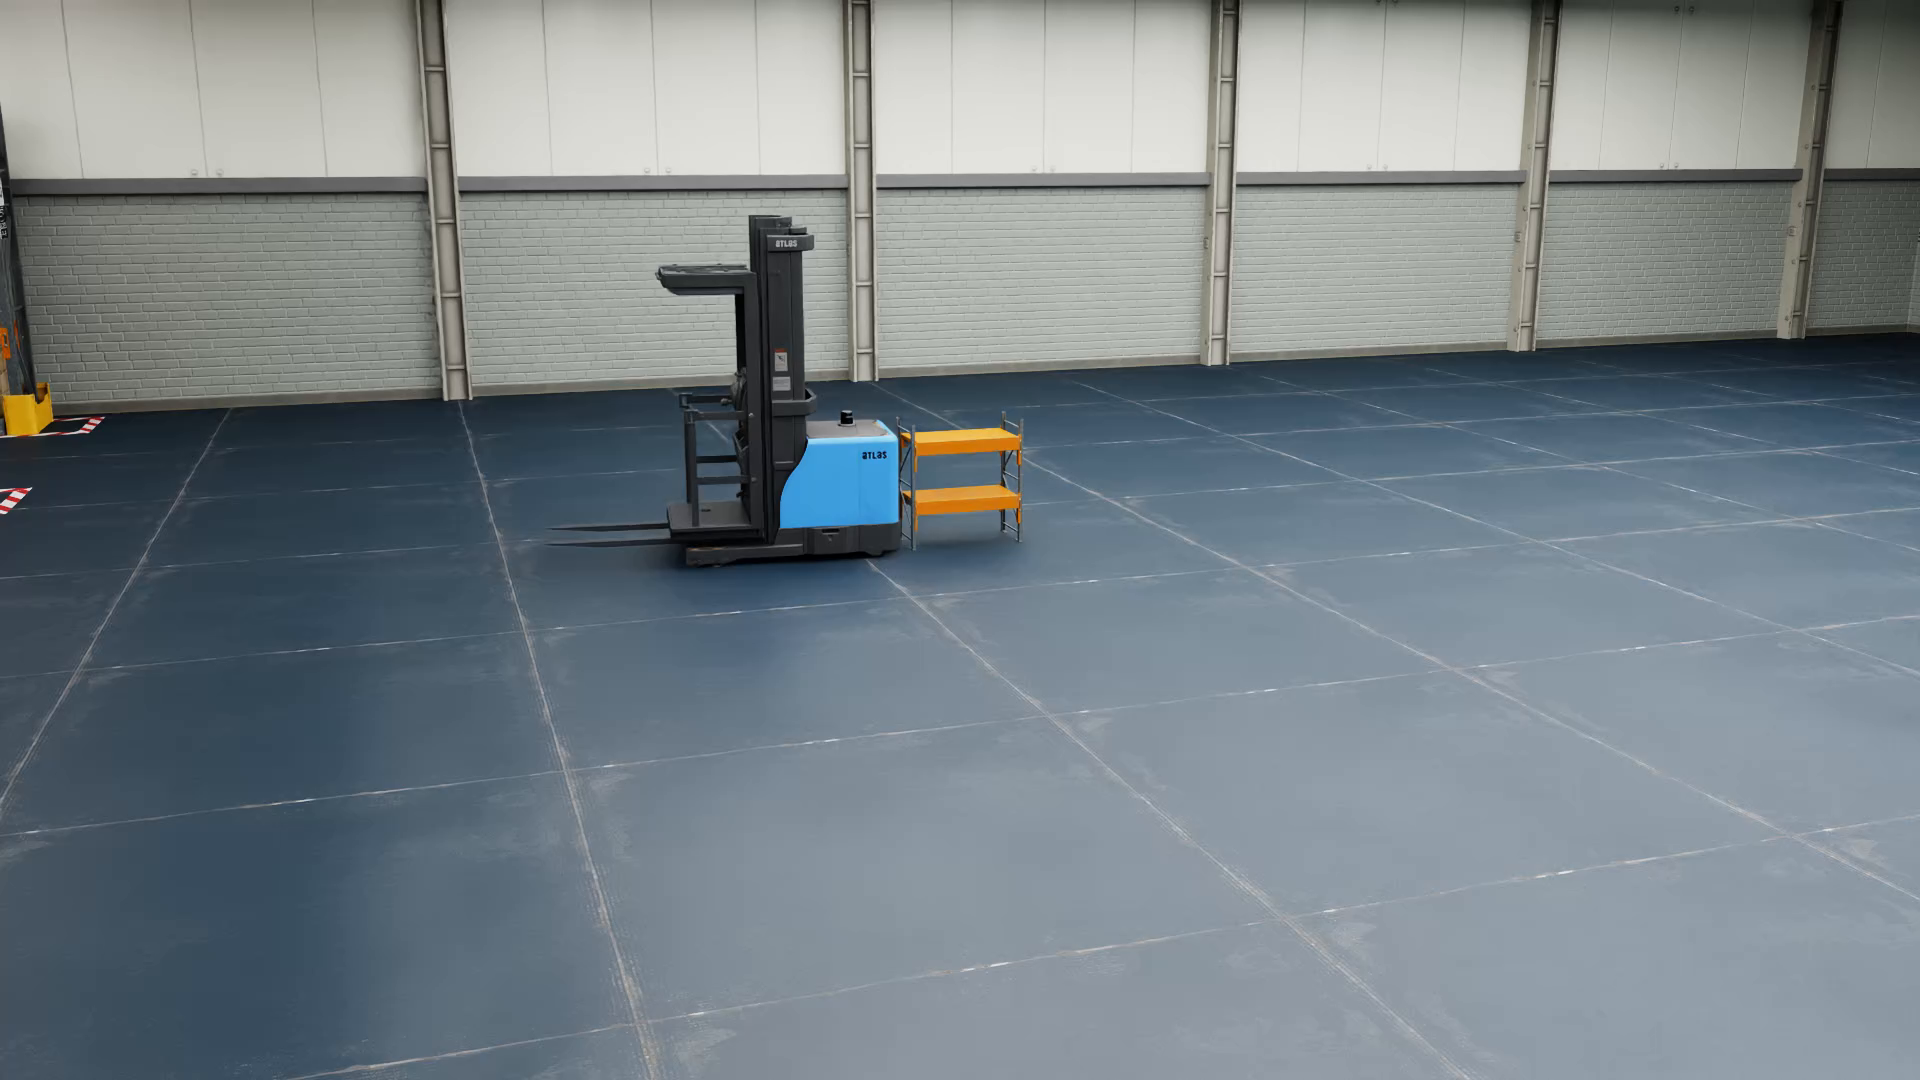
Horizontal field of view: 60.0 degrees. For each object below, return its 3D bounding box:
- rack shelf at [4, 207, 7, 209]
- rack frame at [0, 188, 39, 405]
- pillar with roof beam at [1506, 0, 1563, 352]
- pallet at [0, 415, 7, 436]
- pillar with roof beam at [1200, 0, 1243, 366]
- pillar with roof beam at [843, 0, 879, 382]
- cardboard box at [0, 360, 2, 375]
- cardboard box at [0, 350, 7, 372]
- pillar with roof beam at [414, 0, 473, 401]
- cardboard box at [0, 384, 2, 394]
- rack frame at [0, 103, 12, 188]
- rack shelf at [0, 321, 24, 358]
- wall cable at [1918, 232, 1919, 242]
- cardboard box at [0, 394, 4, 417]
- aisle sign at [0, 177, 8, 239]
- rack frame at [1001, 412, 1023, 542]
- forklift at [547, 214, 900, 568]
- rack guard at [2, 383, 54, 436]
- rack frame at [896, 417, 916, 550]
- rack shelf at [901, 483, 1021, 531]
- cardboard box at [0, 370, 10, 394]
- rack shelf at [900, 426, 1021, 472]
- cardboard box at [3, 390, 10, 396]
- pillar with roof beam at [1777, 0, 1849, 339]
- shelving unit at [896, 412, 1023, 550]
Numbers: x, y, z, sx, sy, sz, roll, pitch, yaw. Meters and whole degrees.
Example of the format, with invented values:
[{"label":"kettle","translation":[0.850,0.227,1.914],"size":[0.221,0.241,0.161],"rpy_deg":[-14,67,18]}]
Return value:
[{"label":"rack shelf","translation":[-13.807,-3.854,20.041],"size":[4.000,0.370,1.077],"rpy_deg":[-4,14,-18]},{"label":"rack frame","translation":[-11.912,-2.892,20.925],"size":[0.127,3.000,1.000],"rpy_deg":[-4,14,-18]},{"label":"pillar with roof beam","translation":[11.260,-6.784,24.323],"size":[0.400,9.000,9.100],"rpy_deg":[-4,14,-18]},{"label":"pallet","translation":[-12.623,-1.470,20.972],"size":[1.213,0.211,1.003],"rpy_deg":[-4,14,-18]},{"label":"pillar with roof beam","translation":[5.574,-6.341,22.462],"size":[0.400,9.000,9.100],"rpy_deg":[-4,14,-18]},{"label":"pillar with roof beam","translation":[-0.113,-5.898,20.600],"size":[0.400,9.000,9.100],"rpy_deg":[-4,14,-18]},{"label":"cardboard box","translation":[-12.249,-2.142,20.649],"size":[0.500,0.250,0.500],"rpy_deg":[-4,14,-16]},{"label":"cardboard box","translation":[-12.428,-2.251,21.105],"size":[0.500,0.250,0.500],"rpy_deg":[-5,14,-19]},{"label":"pillar with roof beam","translation":[-5.799,-5.455,18.738],"size":[0.400,9.000,9.100],"rpy_deg":[-4,14,-18]},{"label":"cardboard box","translation":[-12.273,-1.897,20.698],"size":[0.500,0.250,0.500],"rpy_deg":[-5,14,-19]},{"label":"rack frame","translation":[-11.912,-5.810,20.231],"size":[0.127,3.000,1.000],"rpy_deg":[-4,14,-18]},{"label":"rack shelf","translation":[-13.807,-2.394,20.388],"size":[4.000,0.370,1.077],"rpy_deg":[-4,14,-18]},{"label":"wall cable","translation":[18.788,-6.588,30.209],"size":[0.112,2.526,3.097],"rpy_deg":[-4,14,-18]},{"label":"cardboard box","translation":[-12.256,-1.654,20.758],"size":[0.500,0.250,0.500],"rpy_deg":[-4,14,-18]},{"label":"aisle sign","translation":[-11.756,-4.097,20.374],"size":[0.004,0.787,0.394],"rpy_deg":[-4,14,-18]},{"label":"rack frame","translation":[0.475,-0.584,15.275],"size":[0.032,1.125,0.500],"rpy_deg":[-4,14,-18]},{"label":"forklift","translation":[-2.098,-1.320,14.464],"size":[3.031,2.935,1.130],"rpy_deg":[-3,14,-11]},{"label":"rack guard","translation":[-11.889,-1.678,21.222],"size":[0.348,0.500,1.175],"rpy_deg":[-4,14,-18]},{"label":"rack frame","translation":[-0.488,-0.509,14.960],"size":[0.032,1.125,0.500],"rpy_deg":[-4,14,-18]},{"label":"rack shelf","translation":[-0.006,-0.309,15.174],"size":[1.000,0.278,0.538],"rpy_deg":[-4,14,-18]},{"label":"cardboard box","translation":[-12.424,-2.012,21.183],"size":[0.500,0.250,0.500],"rpy_deg":[-4,14,-17]},{"label":"rack shelf","translation":[-0.006,-0.831,15.050],"size":[1.000,0.278,0.538],"rpy_deg":[-4,14,-18]},{"label":"cardboard box","translation":[-12.440,-1.765,21.223],"size":[0.500,0.250,0.500],"rpy_deg":[-4,14,-18]},{"label":"pillar with roof beam","translation":[16.947,-7.227,26.185],"size":[0.548,9.000,9.100],"rpy_deg":[-4,14,-18]},{"label":"shelving unit","translation":[-0.006,-0.547,15.118],"size":[1.048,1.125,0.538],"rpy_deg":[-4,14,-18]}]
